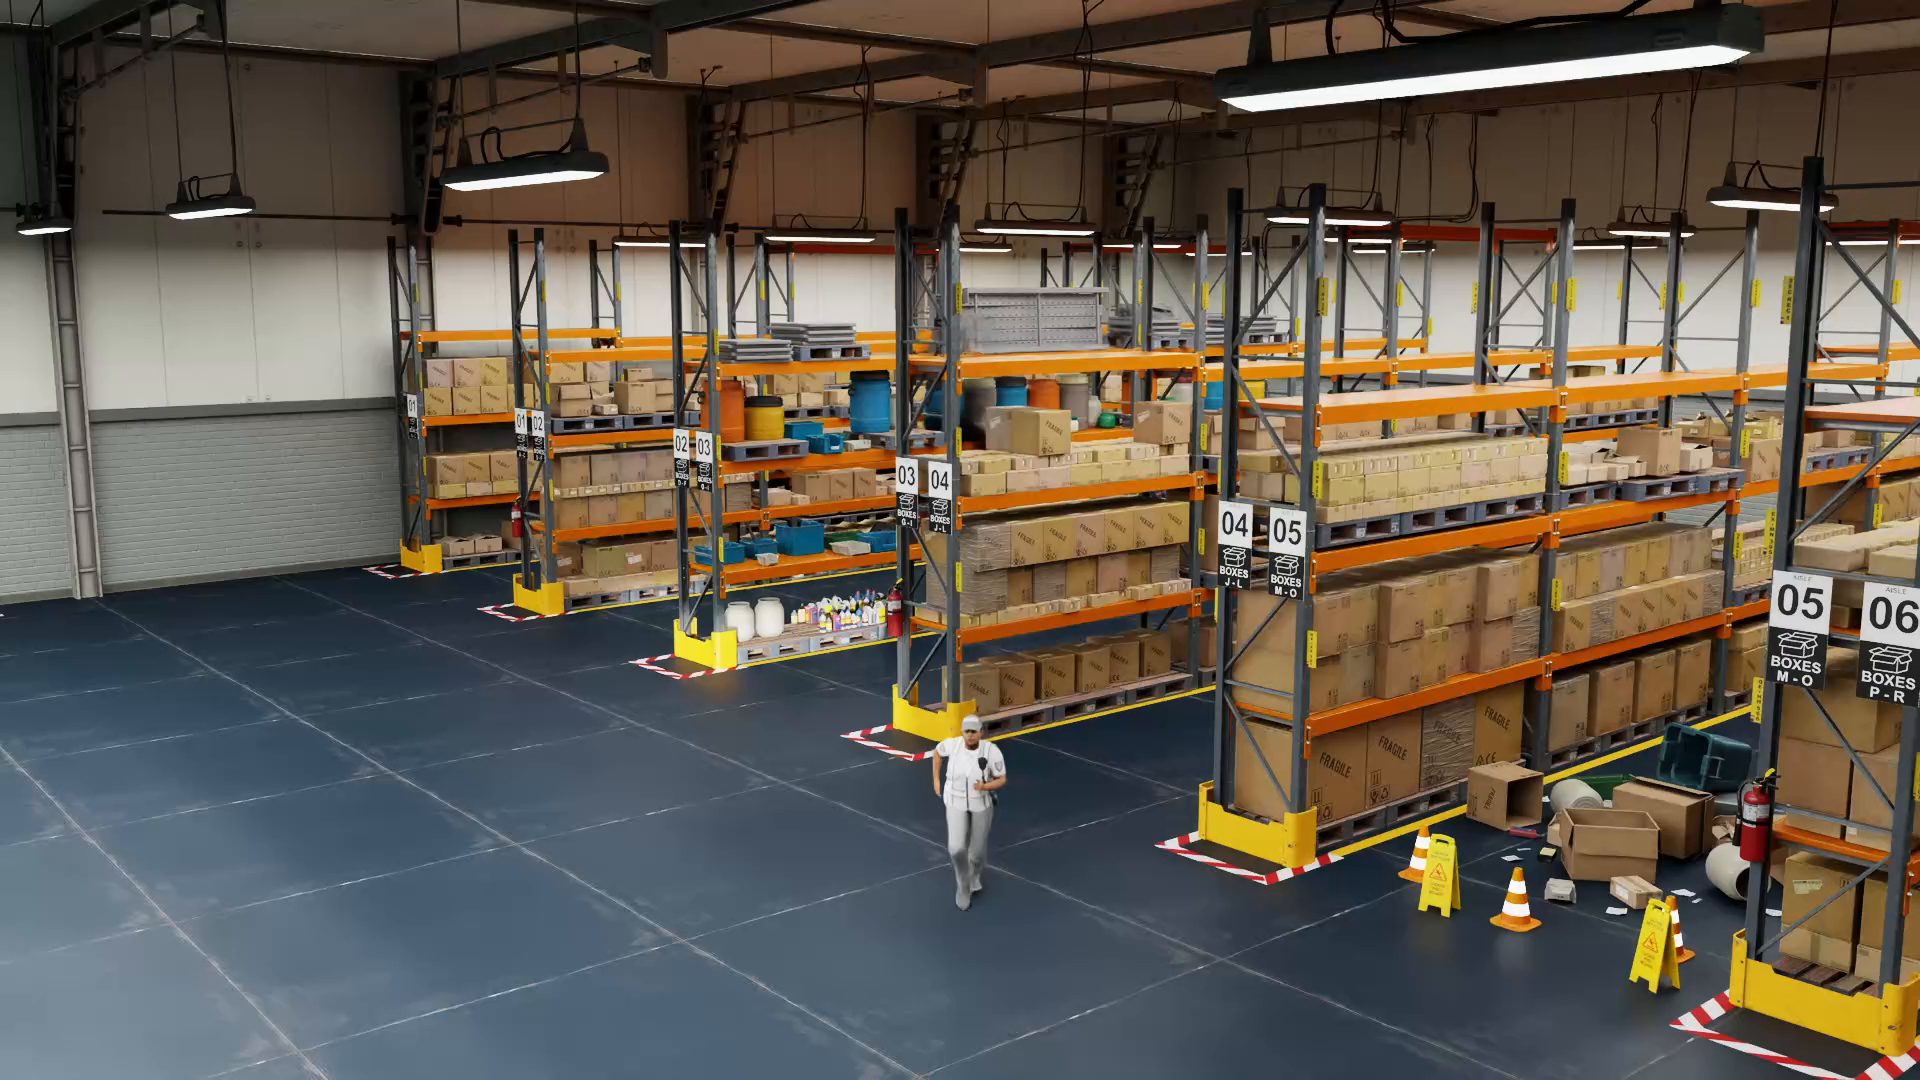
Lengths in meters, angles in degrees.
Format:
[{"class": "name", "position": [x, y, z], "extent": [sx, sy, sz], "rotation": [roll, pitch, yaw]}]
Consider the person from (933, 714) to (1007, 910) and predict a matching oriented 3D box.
[{"class": "person", "position": [0.077, 2.239, 13.871], "extent": [0.630, 1.662, 0.796], "rotation": [1, 9, 4]}]

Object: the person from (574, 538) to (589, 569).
[{"class": "person", "position": [-6.584, -0.042, 28.872], "extent": [0.653, 1.616, 0.514], "rotation": [-8, 12, -43]}]
